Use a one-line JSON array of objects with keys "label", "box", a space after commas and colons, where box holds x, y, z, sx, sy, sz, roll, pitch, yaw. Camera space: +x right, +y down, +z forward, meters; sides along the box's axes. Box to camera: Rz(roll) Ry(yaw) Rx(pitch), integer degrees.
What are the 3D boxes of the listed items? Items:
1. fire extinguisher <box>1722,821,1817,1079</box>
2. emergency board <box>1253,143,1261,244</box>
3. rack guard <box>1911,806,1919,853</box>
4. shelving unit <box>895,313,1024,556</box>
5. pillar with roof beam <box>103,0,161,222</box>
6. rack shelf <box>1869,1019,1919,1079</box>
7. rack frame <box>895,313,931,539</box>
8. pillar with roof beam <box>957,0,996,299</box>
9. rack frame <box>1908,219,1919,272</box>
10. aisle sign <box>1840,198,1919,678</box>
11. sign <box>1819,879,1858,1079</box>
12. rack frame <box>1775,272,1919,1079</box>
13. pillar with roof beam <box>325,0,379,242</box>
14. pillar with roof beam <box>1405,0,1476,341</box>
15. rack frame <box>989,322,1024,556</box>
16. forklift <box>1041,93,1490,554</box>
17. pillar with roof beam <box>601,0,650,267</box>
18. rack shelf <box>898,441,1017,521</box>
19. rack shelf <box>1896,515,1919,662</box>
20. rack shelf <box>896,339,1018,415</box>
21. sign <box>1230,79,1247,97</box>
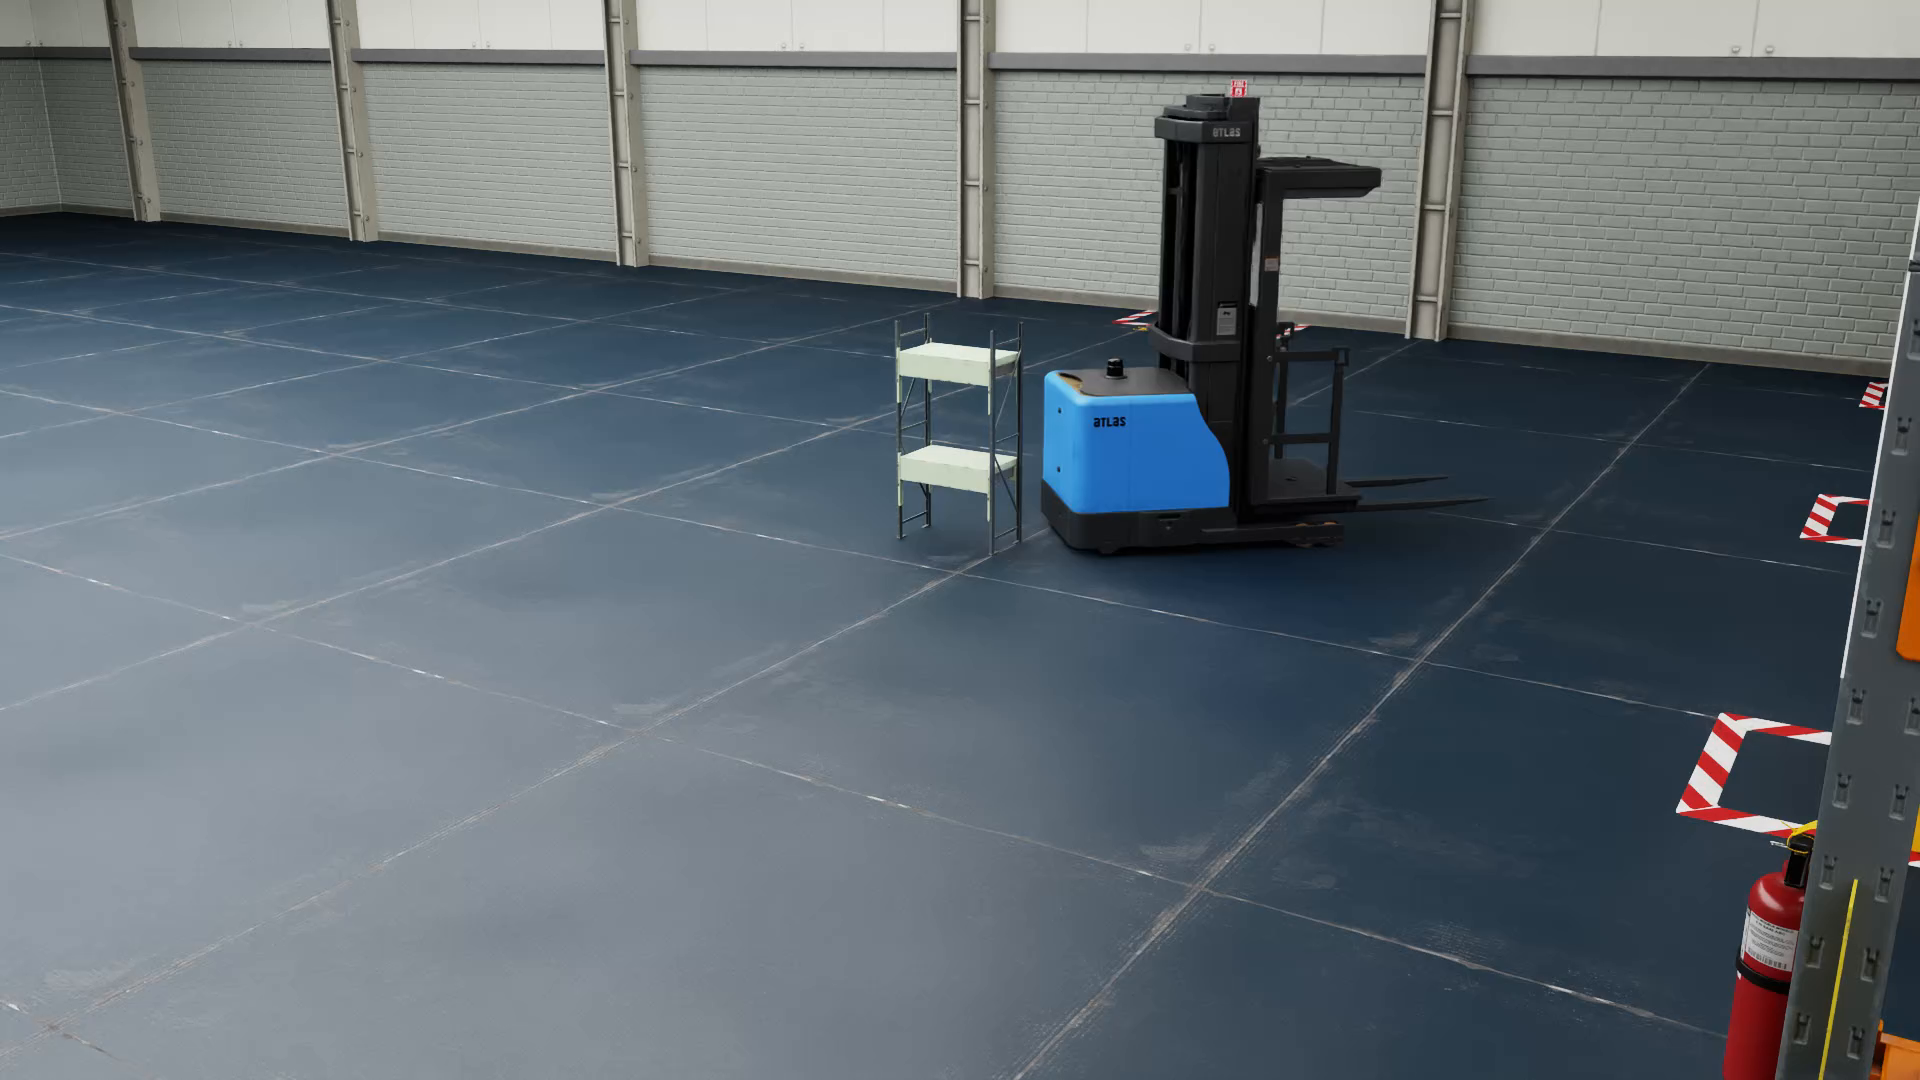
[{"label": "fire extinguisher", "box": [1.749, 0.861, 3.519, 0.183, 0.674, 0.296, 10, 20, 30]}, {"label": "emergency board", "box": [3.233, -4.131, 19.818, 0.643, 1.169, 0.194, 10, 20, 30]}, {"label": "rack guard", "box": [4.287, 0.925, 7.477, 0.348, 0.500, 1.175, 10, 20, 30]}, {"label": "shelving unit", "box": [-0.006, -0.719, 11.167, 0.755, 1.500, 0.431, 10, 20, 30]}, {"label": "pillar with roof beam", "box": [-17.385, -9.200, 26.186, 0.400, 9.000, 9.100, 10, 20, 30]}, {"label": "rack shelf", "box": [3.310, 1.604, 2.178, 4.000, 0.370, 1.077, 10, 20, 30]}, {"label": "rack frame", "box": [-0.318, -0.774, 11.350, 0.023, 1.500, 0.400, 10, 20, 30]}, {"label": "pillar with roof beam", "box": [-2.047, -6.462, 17.172, 0.400, 9.000, 9.100, 10, 20, 30]}, {"label": "rack frame", "box": [1.605, -1.915, 2.203, 0.127, 3.000, 1.000, 10, 20, 30]}, {"label": "aisle sign", "box": [1.396, -0.223, 2.483, 0.004, 0.787, 0.394, 10, 20, 30]}, {"label": "sign", "box": [1.322, 0.676, 2.506, 0.005, 0.325, 0.100, 10, 20, 30]}, {"label": "rack frame", "box": [1.605, 0.956, 3.075, 0.127, 3.000, 1.000, 10, 20, 30]}, {"label": "pillar with roof beam", "box": [-12.272, -8.287, 23.181, 0.400, 9.000, 9.100, 10, 20, 30]}, {"label": "pillar with roof beam", "box": [3.066, -5.550, 14.168, 0.400, 9.000, 9.100, 10, 20, 30]}, {"label": "rack frame", "box": [0.306, -0.663, 10.983, 0.023, 1.500, 0.400, 10, 20, 30]}, {"label": "forklift", "box": [2.140, -1.496, 11.262, 3.031, 2.935, 1.130, -3, 17, -10]}, {"label": "pillar with roof beam", "box": [-7.160, -7.375, 20.177, 0.400, 9.000, 9.100, 10, 20, 30]}, {"label": "rack shelf", "box": [-0.006, -0.407, 11.261, 0.720, 0.370, 0.431, 10, 20, 30]}, {"label": "rack shelf", "box": [3.310, 0.169, 1.742, 4.000, 0.370, 1.077, 10, 20, 30]}, {"label": "rack shelf", "box": [-0.006, -1.092, 11.053, 0.720, 0.370, 0.431, 10, 20, 30]}, {"label": "sign", "box": [3.278, -5.266, 19.567, 0.199, 0.298, 0.001, 10, 20, 30]}]
